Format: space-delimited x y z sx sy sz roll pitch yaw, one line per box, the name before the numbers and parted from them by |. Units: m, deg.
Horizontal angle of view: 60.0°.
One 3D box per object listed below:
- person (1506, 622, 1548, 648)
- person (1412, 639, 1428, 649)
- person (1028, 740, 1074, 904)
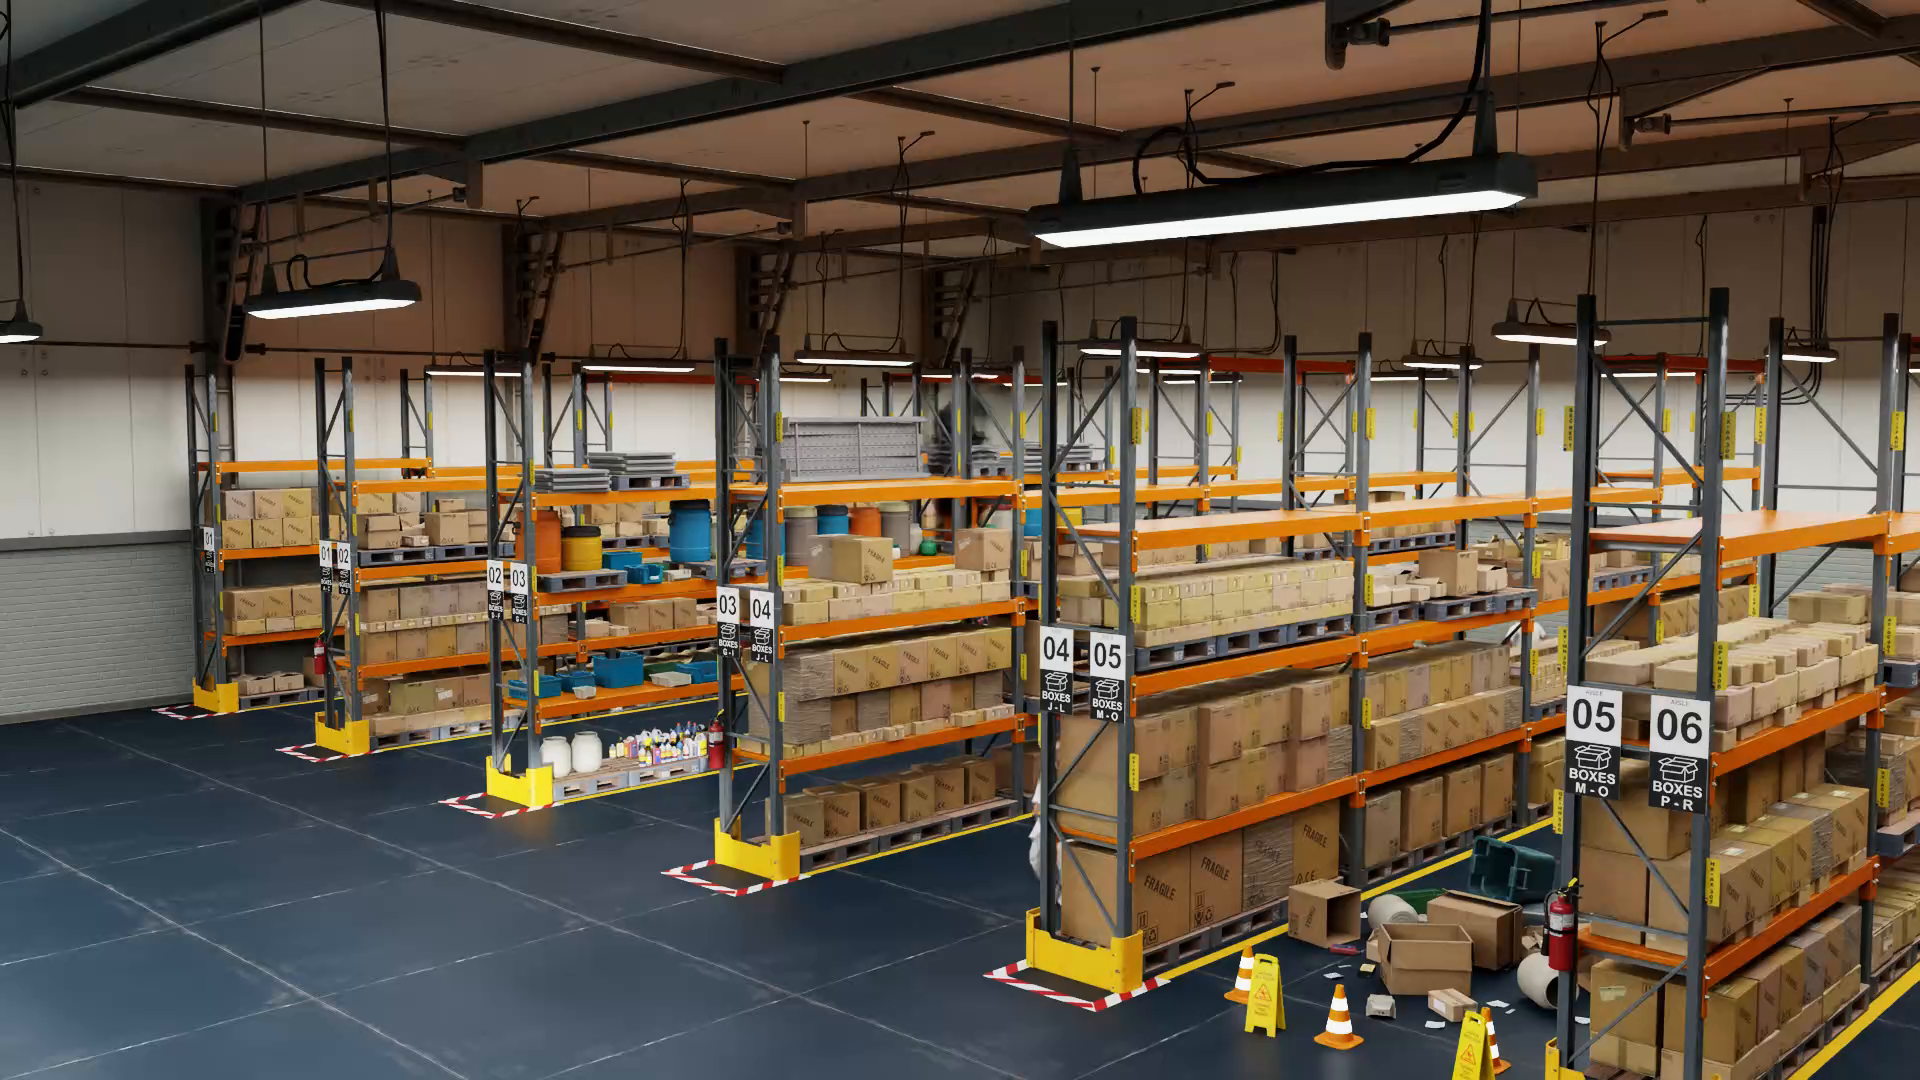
person | 10.091 2.052 29.583 0.764 1.719 0.551 0 4 -4
person | 7.102 2.339 25.907 0.542 1.651 0.717 3 5 34
person | 1.001 2.979 17.325 0.733 1.805 0.679 3 5 36
